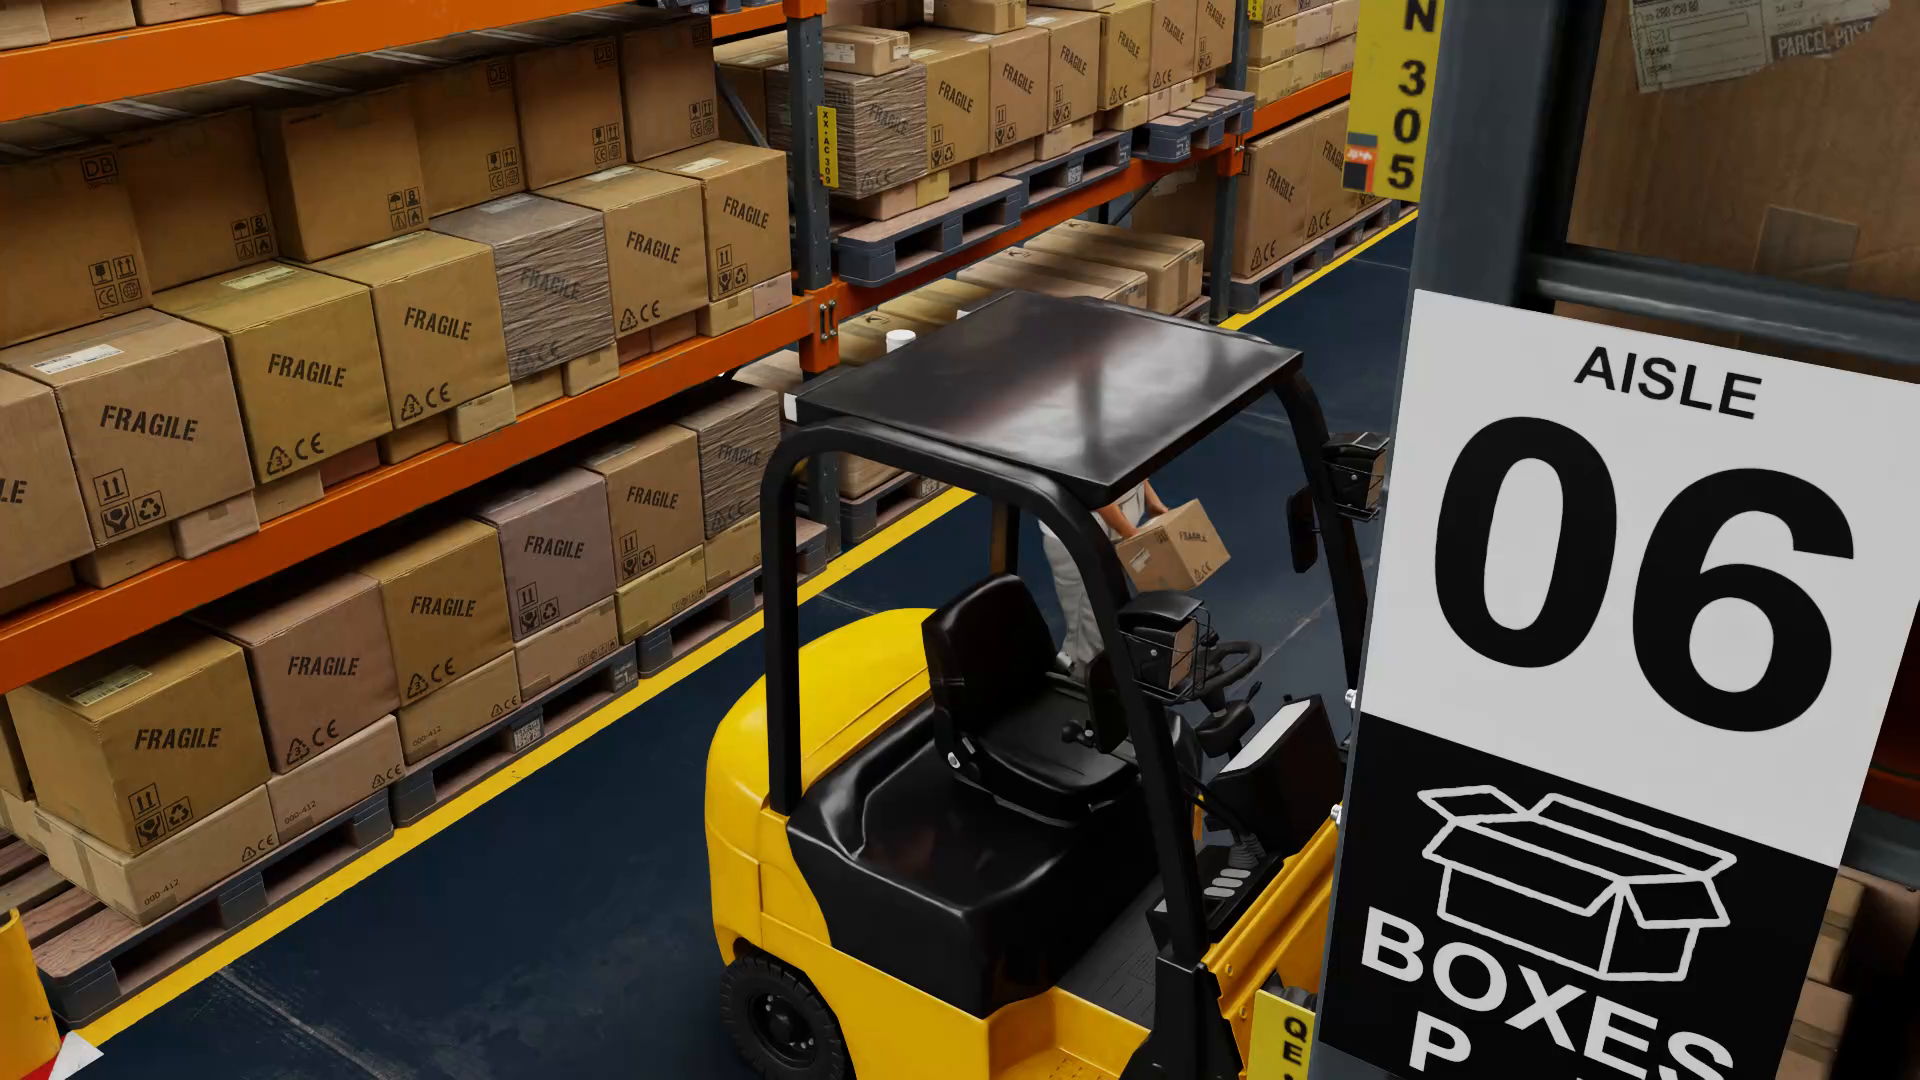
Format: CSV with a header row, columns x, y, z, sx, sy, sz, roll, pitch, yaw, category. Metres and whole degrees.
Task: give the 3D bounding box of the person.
x,y,z,sx,sy,sz,roll,pitch,yaw,category
0.541,-0.050,6.185,0.375,1.673,0.603,-4,27,-9,person
